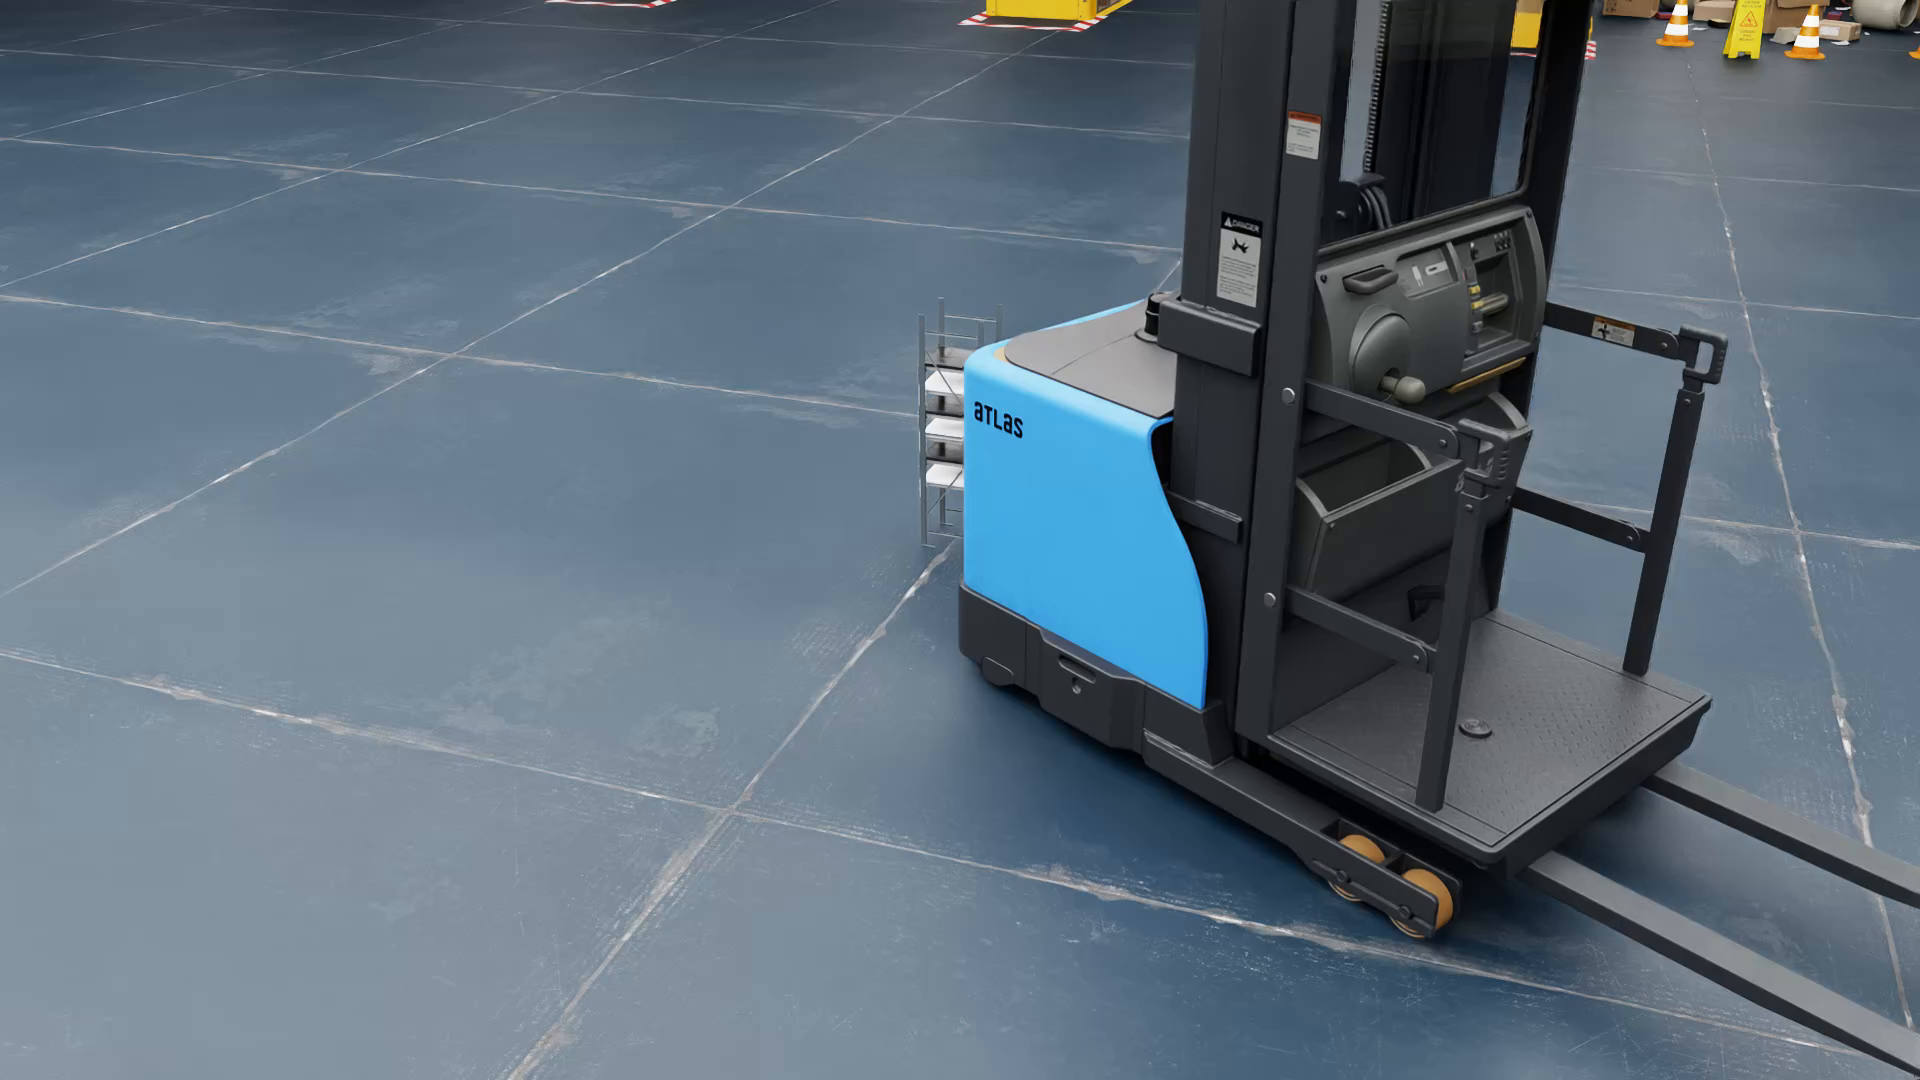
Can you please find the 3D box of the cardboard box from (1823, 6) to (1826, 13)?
[{"bbox_3d":[9.230,-5.918,18.168,0.258,0.266,0.396,-9,27,-18],"label":"cardboard box"}]

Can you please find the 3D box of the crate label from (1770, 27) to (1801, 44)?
[{"bbox_3d":[8.164,-4.957,16.330,0.250,0.136,0.298,-5,26,-9],"label":"crate label"}]

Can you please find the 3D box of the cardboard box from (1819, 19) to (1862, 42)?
[{"bbox_3d":[8.725,-5.076,16.564,0.250,0.149,0.380,-20,33,-36],"label":"cardboard box"}]

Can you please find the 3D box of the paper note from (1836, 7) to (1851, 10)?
[{"bbox_3d":[9.740,-5.865,18.329,0.148,0.019,0.142,9,27,17],"label":"paper note"}]

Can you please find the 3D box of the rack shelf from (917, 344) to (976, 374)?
[{"bbox_3d":[0.003,-0.621,5.958,0.258,0.077,0.200,9,27,17],"label":"rack shelf"}]

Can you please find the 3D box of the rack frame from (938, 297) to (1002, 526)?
[{"bbox_3d":[0.037,-0.450,6.147,0.240,0.900,0.006,9,27,17],"label":"rack frame"}]

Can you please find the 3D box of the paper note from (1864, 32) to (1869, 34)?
[{"bbox_3d":[9.175,-5.125,16.823,0.032,0.001,0.123,9,27,17],"label":"paper note"}]

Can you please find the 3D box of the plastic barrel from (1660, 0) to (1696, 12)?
[{"bbox_3d":[7.893,-6.000,18.157,0.421,0.421,0.512,-14,29,-27],"label":"plastic barrel"}]

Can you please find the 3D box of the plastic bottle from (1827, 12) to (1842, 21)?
[{"bbox_3d":[9.327,-5.591,17.727,0.133,0.061,0.283,14,29,26],"label":"plastic bottle"}]

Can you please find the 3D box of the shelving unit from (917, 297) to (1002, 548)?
[{"bbox_3d":[0.003,-0.408,6.061,0.258,0.900,0.210,9,27,17],"label":"shelving unit"}]

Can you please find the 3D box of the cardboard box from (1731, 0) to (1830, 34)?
[{"bbox_3d":[8.391,-5.494,17.019,0.797,0.503,0.637,-9,27,-18],"label":"cardboard box"}]

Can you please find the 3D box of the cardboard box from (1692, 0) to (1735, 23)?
[{"bbox_3d":[7.988,-5.644,17.603,0.396,0.266,0.258,14,29,26],"label":"cardboard box"}]

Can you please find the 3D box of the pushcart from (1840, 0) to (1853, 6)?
[{"bbox_3d":[9.358,-6.302,18.832,1.648,0.377,0.936,0,26,-1],"label":"pushcart"}]

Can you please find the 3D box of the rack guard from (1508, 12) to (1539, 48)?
[{"bbox_3d":[5.484,-5.070,16.147,1.175,0.500,0.348,9,27,17],"label":"rack guard"}]

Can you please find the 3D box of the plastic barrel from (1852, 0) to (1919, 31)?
[{"bbox_3d":[9.454,-5.437,16.994,0.421,0.421,0.512,-14,29,-27],"label":"plastic barrel"}]

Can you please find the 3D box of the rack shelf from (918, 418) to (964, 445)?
[{"bbox_3d":[0.003,-0.378,6.075,0.258,0.077,0.200,9,27,17],"label":"rack shelf"}]

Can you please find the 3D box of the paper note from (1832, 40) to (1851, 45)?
[{"bbox_3d":[8.631,-4.869,16.271,0.148,0.019,0.142,0,26,-1],"label":"paper note"}]

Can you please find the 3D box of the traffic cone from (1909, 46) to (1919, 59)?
[{"bbox_3d":[9.121,-4.750,15.530,0.336,0.463,0.334,9,27,17],"label":"traffic cone"}]

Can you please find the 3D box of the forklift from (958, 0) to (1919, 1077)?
[{"bbox_3d":[1.344,-0.571,4.065,1.130,2.935,3.031,-21,33,-36],"label":"forklift"}]

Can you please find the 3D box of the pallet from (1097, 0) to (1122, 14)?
[{"bbox_3d":[1.178,-6.070,18.545,1.003,0.211,1.213,9,27,17],"label":"pallet"}]

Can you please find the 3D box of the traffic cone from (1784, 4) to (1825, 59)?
[{"bbox_3d":[7.961,-4.771,15.574,0.336,0.463,0.334,9,27,17],"label":"traffic cone"}]

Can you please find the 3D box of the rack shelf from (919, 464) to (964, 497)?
[{"bbox_3d":[0.003,-0.216,6.154,0.258,0.077,0.200,9,27,17],"label":"rack shelf"}]

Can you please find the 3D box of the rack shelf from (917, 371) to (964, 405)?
[{"bbox_3d":[0.003,-0.540,5.997,0.258,0.077,0.200,9,27,17],"label":"rack shelf"}]

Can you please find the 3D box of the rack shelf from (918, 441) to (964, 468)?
[{"bbox_3d":[0.003,-0.297,6.115,0.258,0.077,0.200,9,27,17],"label":"rack shelf"}]

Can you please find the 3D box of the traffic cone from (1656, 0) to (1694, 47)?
[{"bbox_3d":[7.008,-5.075,16.201,0.336,0.463,0.334,9,27,17],"label":"traffic cone"}]

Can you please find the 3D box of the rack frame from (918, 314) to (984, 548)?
[{"bbox_3d":[-0.031,-0.367,5.974,0.240,0.900,0.006,9,27,17],"label":"rack frame"}]

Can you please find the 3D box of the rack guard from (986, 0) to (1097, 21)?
[{"bbox_3d":[0.874,-5.871,17.803,1.175,0.500,0.348,9,27,17],"label":"rack guard"}]

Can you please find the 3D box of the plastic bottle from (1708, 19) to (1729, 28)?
[{"bbox_3d":[7.858,-5.366,17.262,0.133,0.061,0.283,0,26,-1],"label":"plastic bottle"}]

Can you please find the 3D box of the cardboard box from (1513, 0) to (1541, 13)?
[{"bbox_3d":[5.656,-5.725,16.589,0.875,0.875,0.875,9,27,18],"label":"cardboard box"}]

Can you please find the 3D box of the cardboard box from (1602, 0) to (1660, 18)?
[{"bbox_3d":[7.275,-5.938,17.937,0.500,0.500,0.500,14,29,26],"label":"cardboard box"}]

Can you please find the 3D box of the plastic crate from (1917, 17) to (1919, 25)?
[{"bbox_3d":[10.229,-5.332,17.170,0.402,0.080,0.583,0,26,-1],"label":"plastic crate"}]

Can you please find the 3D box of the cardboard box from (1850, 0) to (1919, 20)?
[{"bbox_3d":[9.885,-5.805,17.663,0.500,0.500,0.500,-14,29,-27],"label":"cardboard box"}]

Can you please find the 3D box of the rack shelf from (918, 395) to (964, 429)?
[{"bbox_3d":[0.003,-0.459,6.036,0.258,0.077,0.200,9,27,17],"label":"rack shelf"}]

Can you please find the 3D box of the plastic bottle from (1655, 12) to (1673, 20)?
[{"bbox_3d":[7.566,-5.579,17.703,0.283,0.061,0.133,0,26,-1],"label":"plastic bottle"}]

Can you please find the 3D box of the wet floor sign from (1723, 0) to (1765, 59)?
[{"bbox_3d":[7.350,-4.846,15.518,0.267,0.644,0.232,4,26,8],"label":"wet floor sign"}]

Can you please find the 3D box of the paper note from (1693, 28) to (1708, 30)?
[{"bbox_3d":[7.601,-5.248,17.057,0.144,0.017,0.142,20,32,35],"label":"paper note"}]
